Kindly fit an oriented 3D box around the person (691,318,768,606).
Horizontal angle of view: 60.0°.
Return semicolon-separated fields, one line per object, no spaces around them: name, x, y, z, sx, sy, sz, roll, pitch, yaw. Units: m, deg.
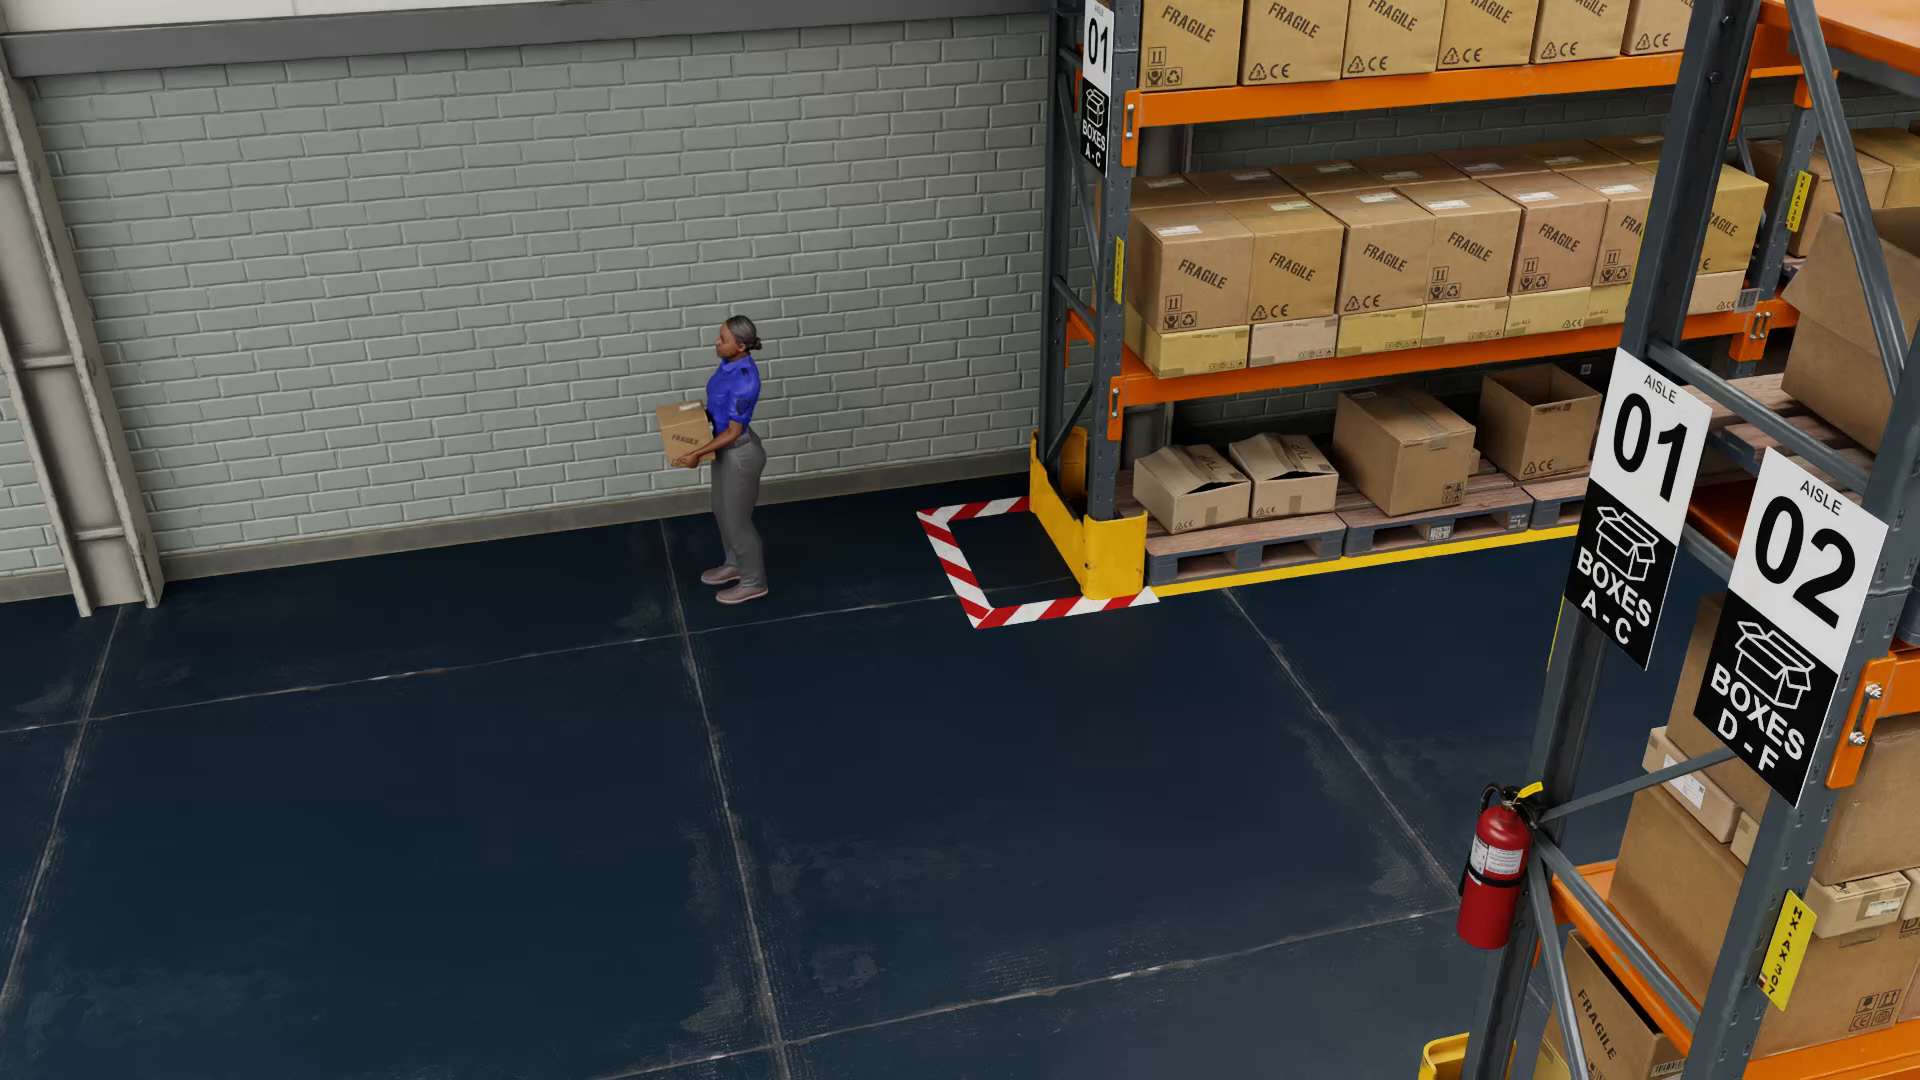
person;-1.231;-0.445;8.994;0.351;1.655;0.521;-9;32;-14
